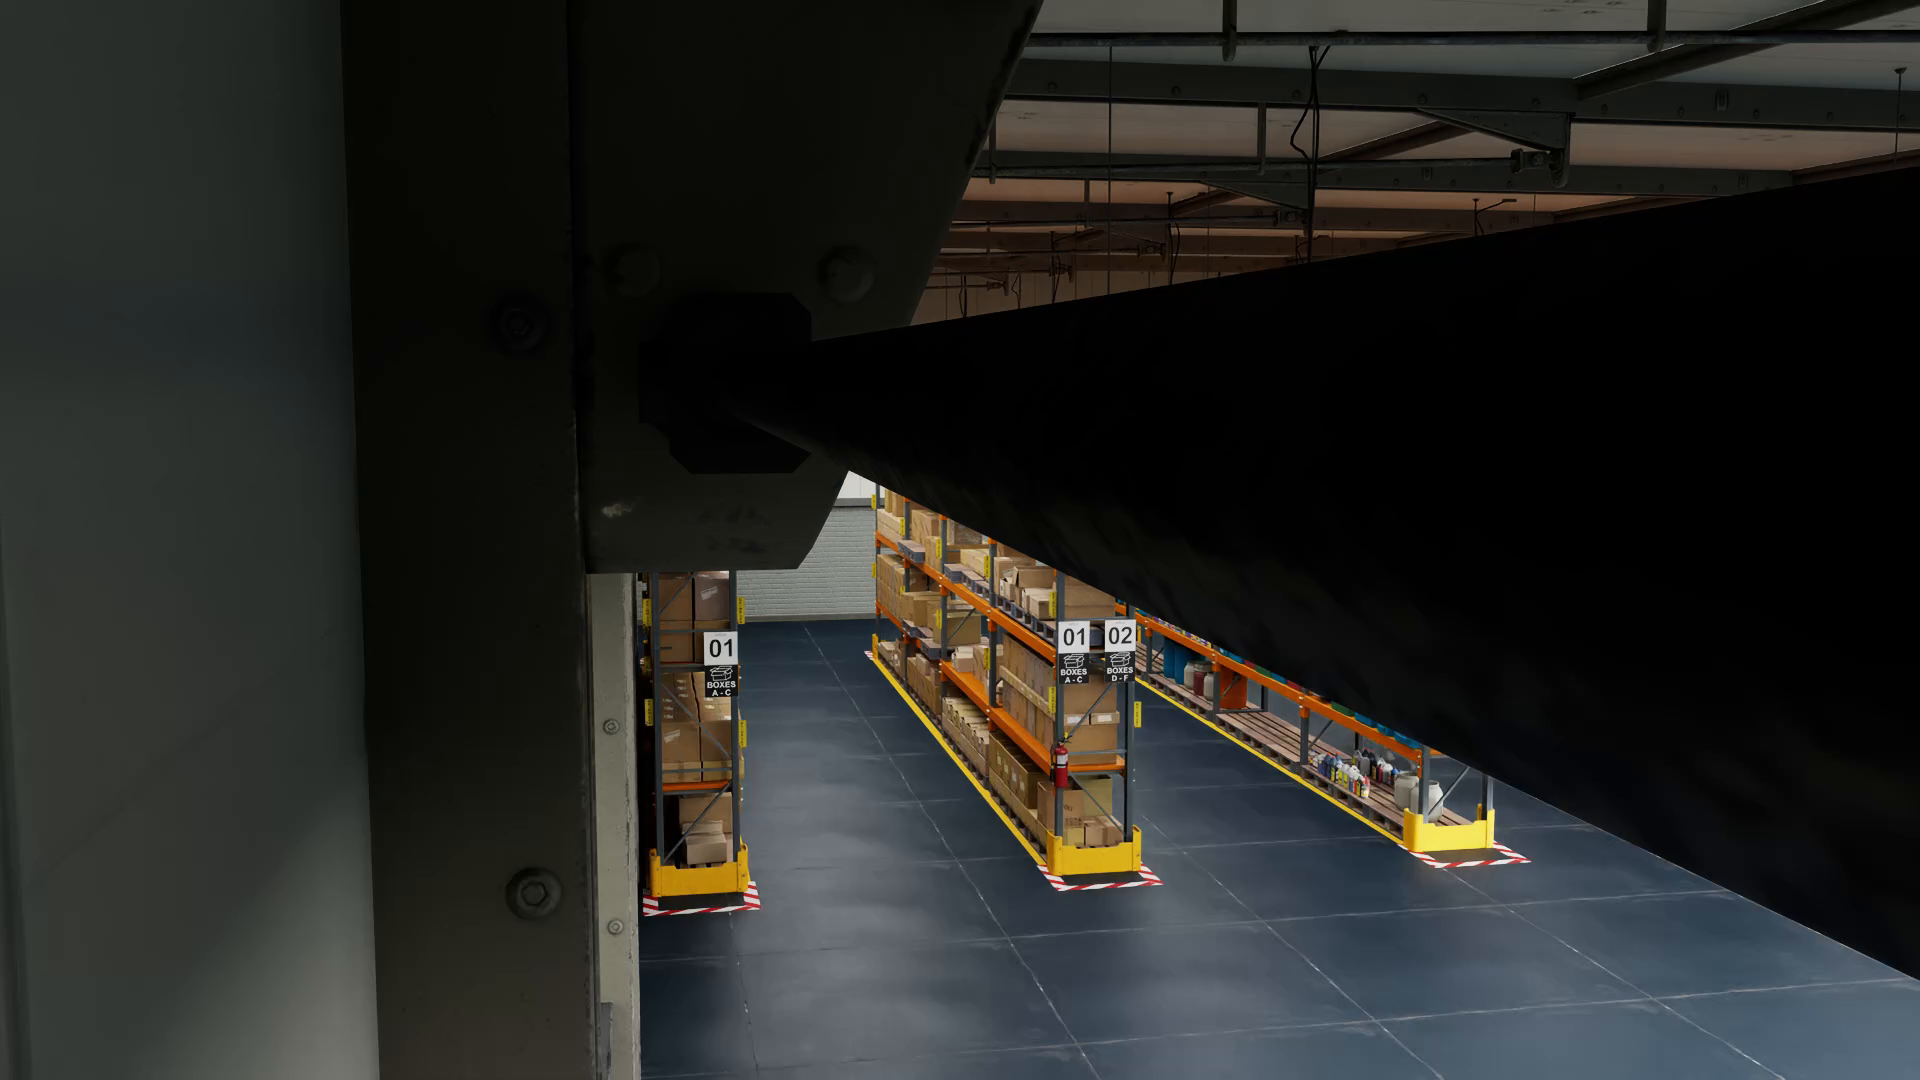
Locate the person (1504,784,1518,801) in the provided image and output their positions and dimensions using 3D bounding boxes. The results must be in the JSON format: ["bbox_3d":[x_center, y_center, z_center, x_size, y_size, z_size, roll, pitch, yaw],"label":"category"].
[{"bbox_3d":[8.246,3.018,24.450,0.647,1.668,0.600,-2,6,-22],"label":"person"}]
